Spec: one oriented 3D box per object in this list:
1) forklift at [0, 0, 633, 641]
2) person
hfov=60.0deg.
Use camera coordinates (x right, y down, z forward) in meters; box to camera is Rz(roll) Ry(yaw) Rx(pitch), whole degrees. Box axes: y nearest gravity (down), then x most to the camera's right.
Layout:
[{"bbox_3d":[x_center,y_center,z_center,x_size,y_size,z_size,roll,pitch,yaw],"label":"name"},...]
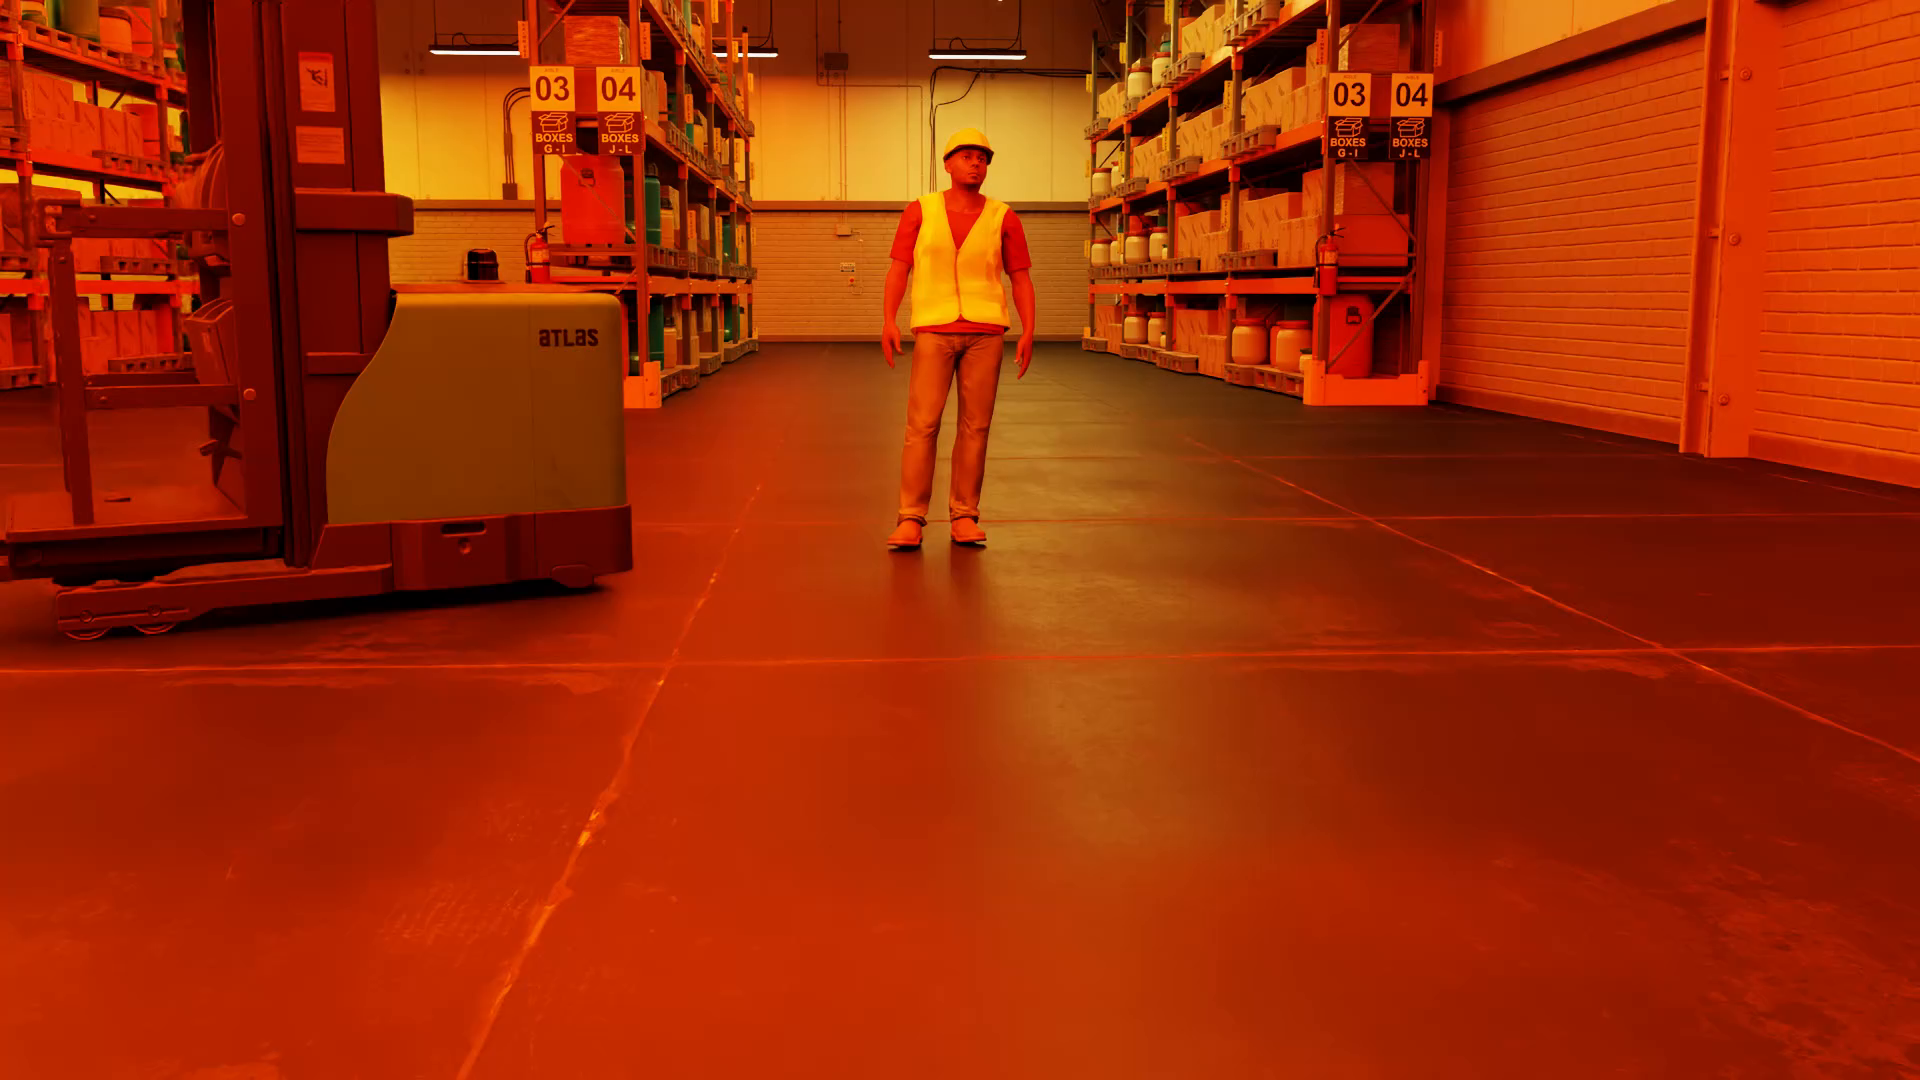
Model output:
[{"bbox_3d":[-2.740,-1.224,5.572,3.031,2.935,1.130,-5,10,-29],"label":"forklift"},{"bbox_3d":[-0.001,-0.870,7.110,0.666,1.768,0.575,-1,8,-4],"label":"person"}]
